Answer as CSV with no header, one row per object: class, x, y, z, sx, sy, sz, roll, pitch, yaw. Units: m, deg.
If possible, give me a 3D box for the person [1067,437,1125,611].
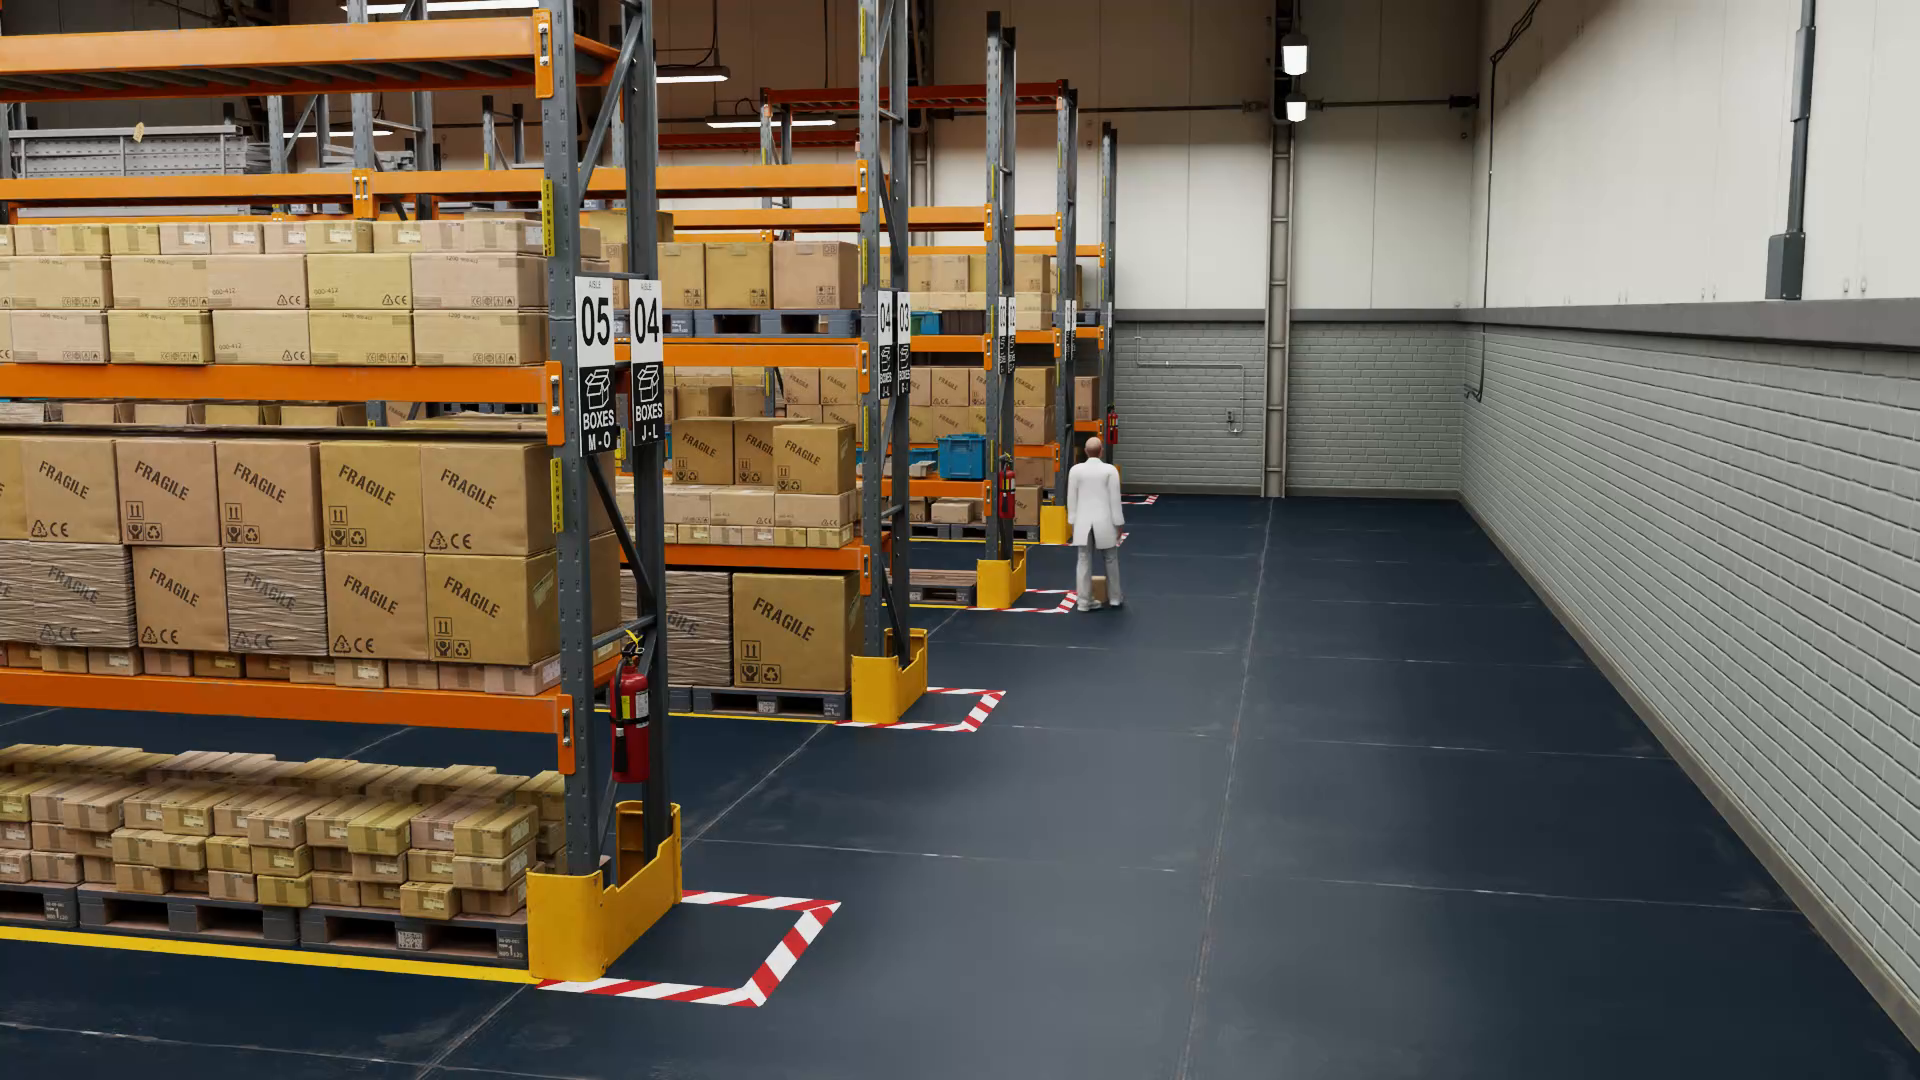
person,1.431,-0.186,17.167,0.593,1.776,0.695,2,8,13
